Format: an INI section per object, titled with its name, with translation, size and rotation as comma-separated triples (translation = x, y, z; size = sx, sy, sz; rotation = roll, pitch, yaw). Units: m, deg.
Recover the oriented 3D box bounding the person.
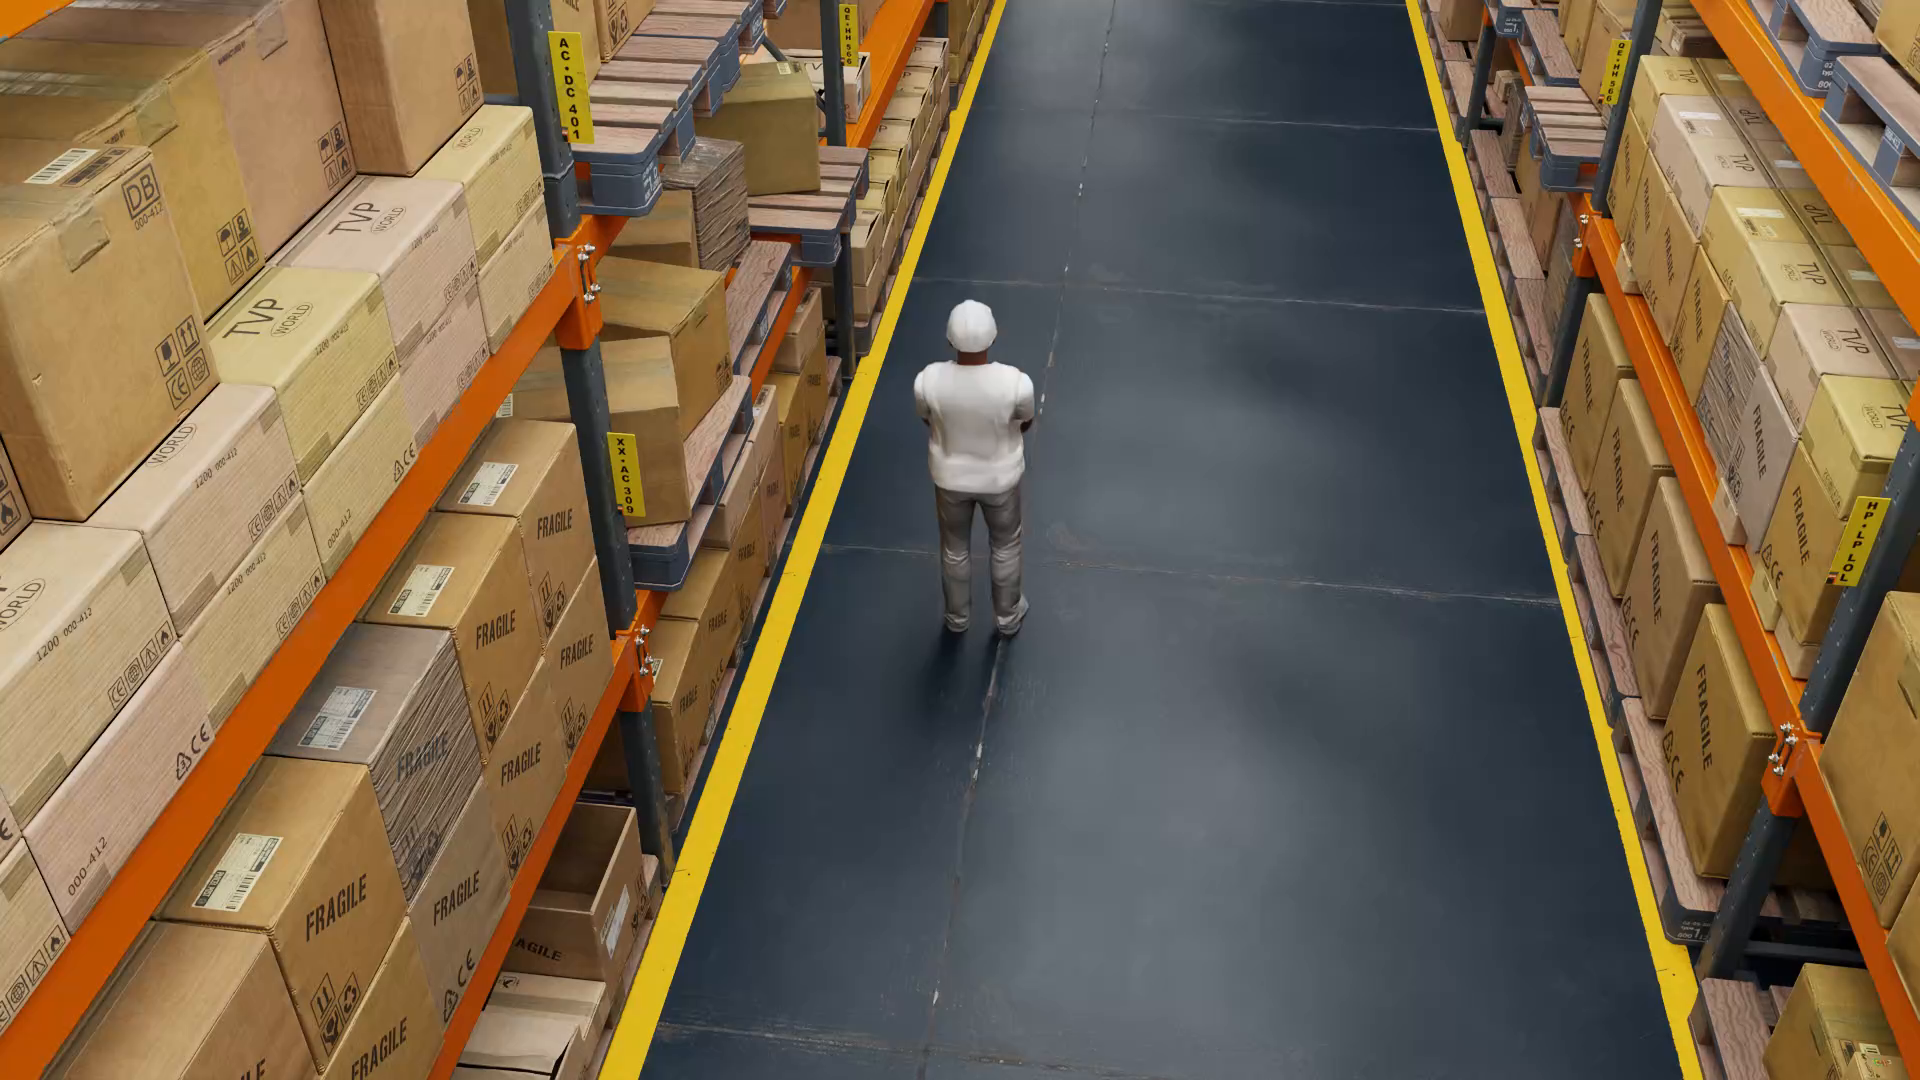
[person]
translation = 0.074, -0.348, 7.497
size = 0.520, 1.771, 0.566
rotation = 4, 36, 5
